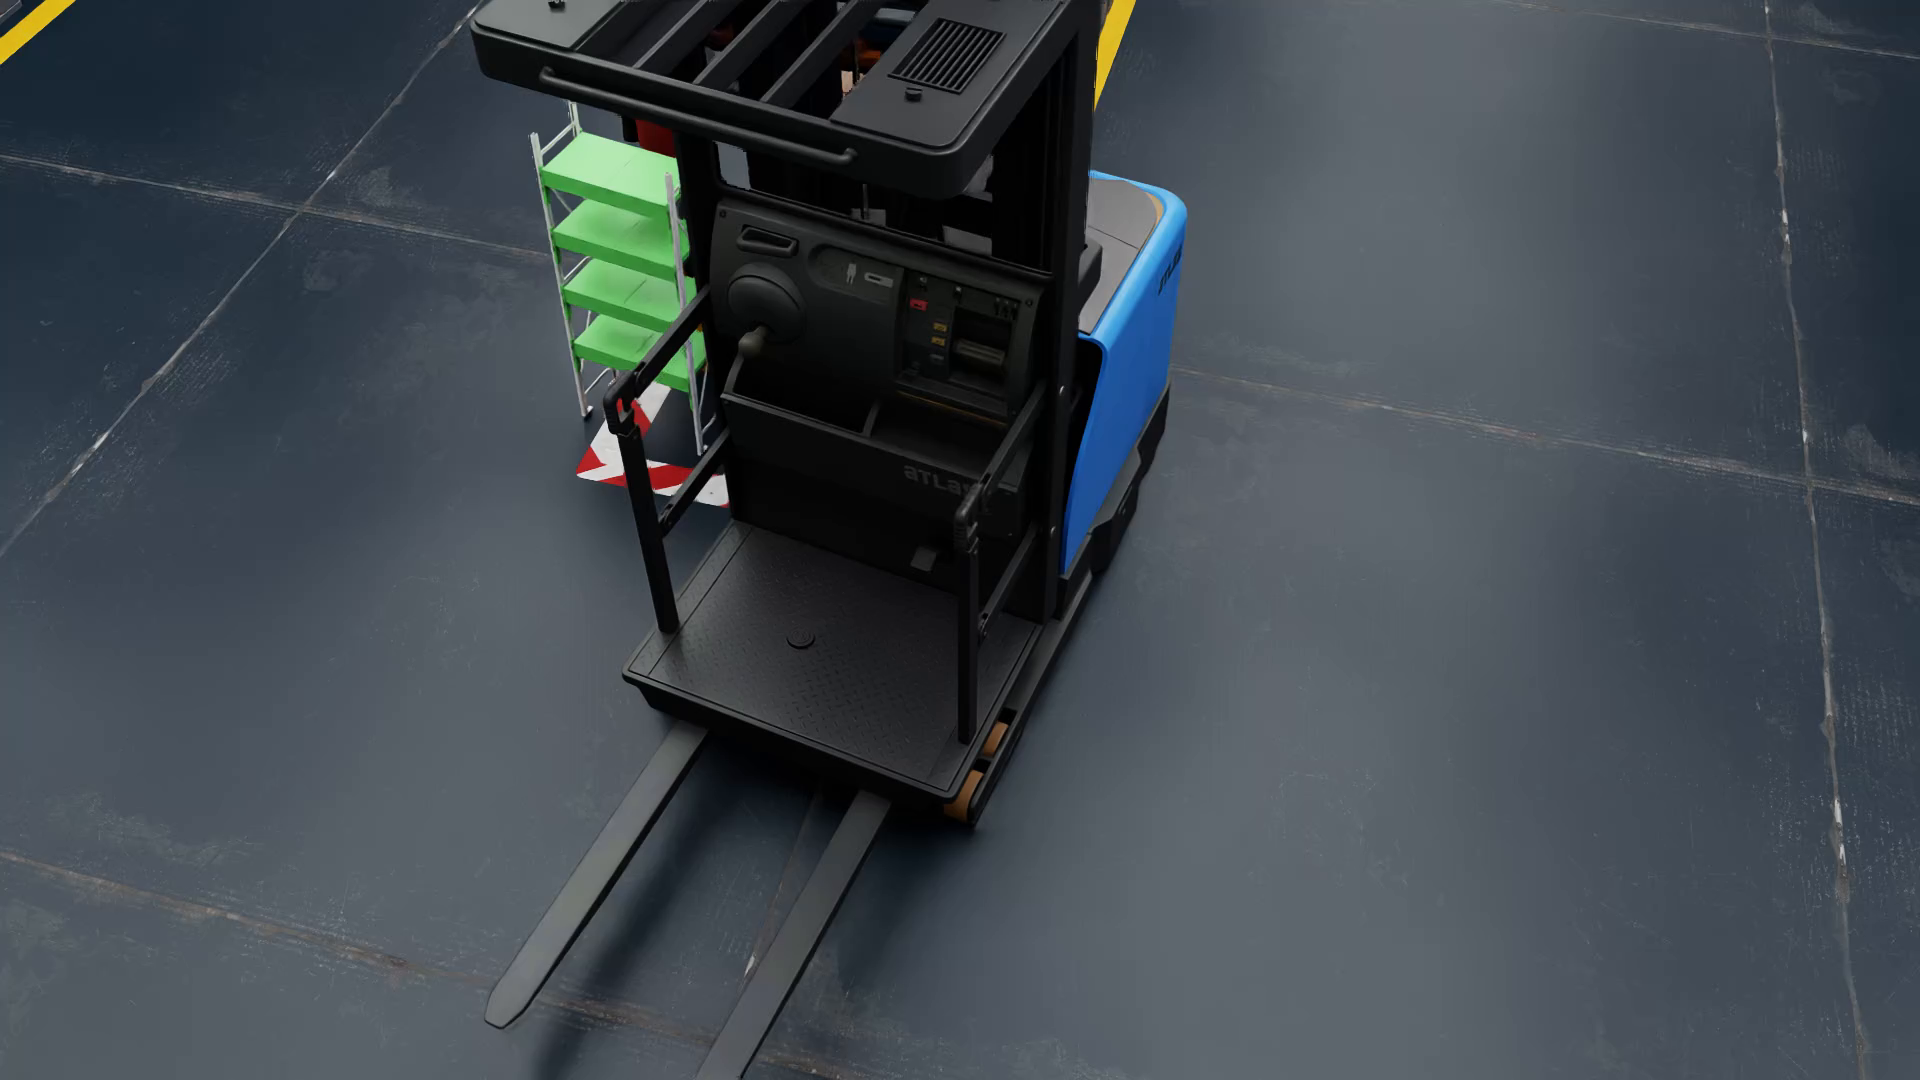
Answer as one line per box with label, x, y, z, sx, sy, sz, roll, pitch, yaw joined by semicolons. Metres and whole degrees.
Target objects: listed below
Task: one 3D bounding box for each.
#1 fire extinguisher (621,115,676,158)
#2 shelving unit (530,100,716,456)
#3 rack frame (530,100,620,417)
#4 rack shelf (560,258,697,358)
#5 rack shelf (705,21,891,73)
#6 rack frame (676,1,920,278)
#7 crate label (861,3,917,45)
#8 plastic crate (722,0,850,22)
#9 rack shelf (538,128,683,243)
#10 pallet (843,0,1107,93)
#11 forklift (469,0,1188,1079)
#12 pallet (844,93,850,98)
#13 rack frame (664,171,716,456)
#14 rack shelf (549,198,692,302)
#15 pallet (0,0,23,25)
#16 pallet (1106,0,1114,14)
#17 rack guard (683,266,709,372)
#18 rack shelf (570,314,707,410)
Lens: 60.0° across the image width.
fire extinguisher;-0.992;-1.513;5.385;0.296;0.674;0.183;12;50;10
shelving unit;-1.099;-0.870;5.706;0.503;1.200;0.258;19;49;15
rack frame;-1.322;-0.945;5.769;0.015;1.200;0.240;19;49;15
rack shelf;-1.101;-0.826;5.753;0.480;0.148;0.258;19;49;15
rack shelf;0.013;-2.890;6.780;1.077;0.370;4.000;12;50;10
rack frame;-0.514;-1.682;5.234;1.000;3.000;0.127;12;50;10
crate label;-0.131;-1.760;5.374;0.416;0.233;0.303;12;50;10
plastic crate;-0.606;-1.992;5.444;0.616;0.435;0.499;12;50;10
rack shelf;-1.087;-1.155;5.403;0.480;0.148;0.258;19;49;15
pallet;0.064;-2.228;7.575;1.003;0.211;1.213;12;50;10
forklift;-0.323;-0.500;4.237;1.130;2.935;3.031;19;51;16
pallet;-0.259;-1.348;6.799;1.003;0.211;1.213;12;50;10
rack frame;-0.875;-0.794;5.644;0.015;1.200;0.240;19;49;15
rack shelf;-1.094;-0.991;5.578;0.480;0.148;0.258;19;49;15
pallet;-5.157;-2.330;7.666;1.003;0.211;1.213;12;50;10
pallet;0.383;-3.113;8.357;1.003;0.211;1.213;12;50;10
rack guard;-0.507;-0.835;6.153;1.175;0.500;0.348;12;50;10
rack shelf;-1.107;-0.662;5.927;0.480;0.148;0.258;19;49;15
